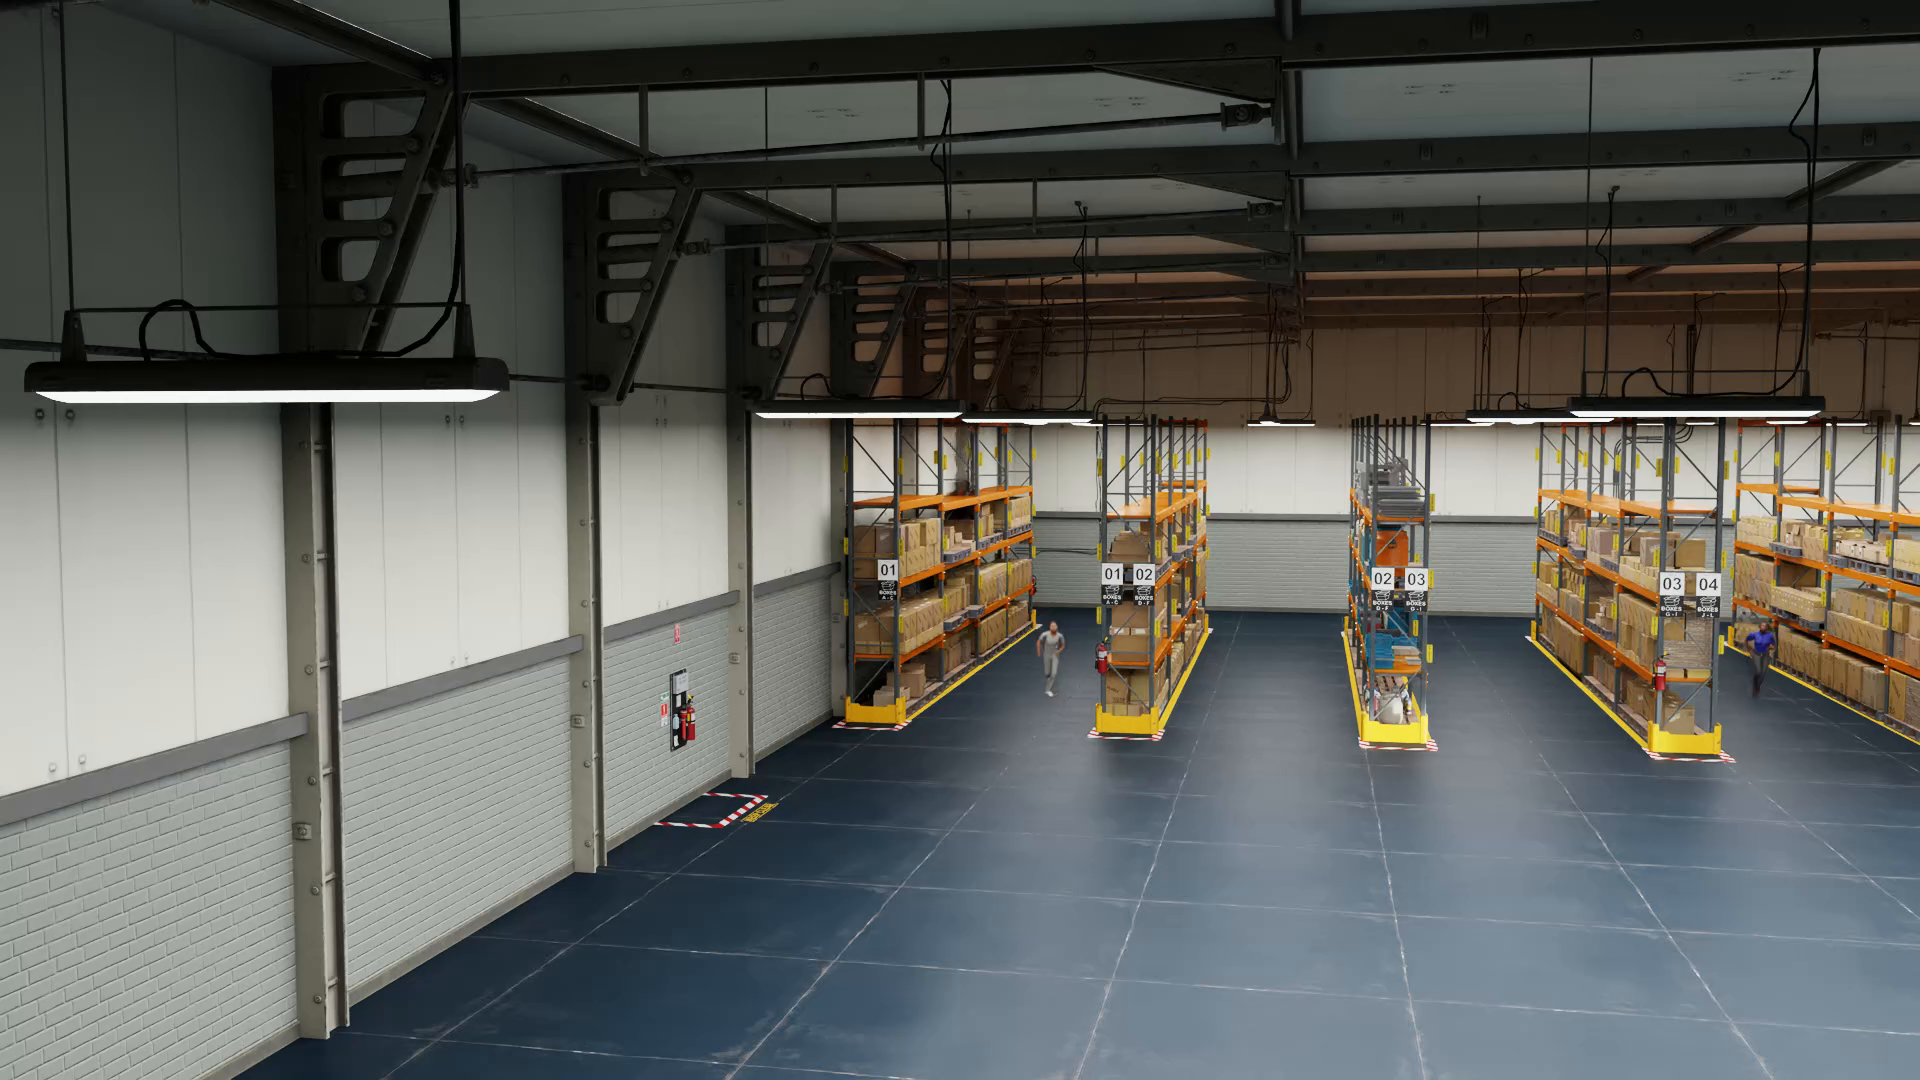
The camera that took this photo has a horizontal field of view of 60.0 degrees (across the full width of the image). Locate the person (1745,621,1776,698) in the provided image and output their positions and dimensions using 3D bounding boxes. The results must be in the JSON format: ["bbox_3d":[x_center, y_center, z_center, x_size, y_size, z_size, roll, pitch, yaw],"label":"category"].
[{"bbox_3d":[17.093,2.591,35.494,0.562,1.565,0.732,1,4,9],"label":"person"}]

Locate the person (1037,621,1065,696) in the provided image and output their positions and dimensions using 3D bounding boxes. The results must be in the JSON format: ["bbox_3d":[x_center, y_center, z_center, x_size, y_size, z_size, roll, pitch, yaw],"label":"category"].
[{"bbox_3d":[1.964,2.556,35.860,0.599,1.601,0.662,0,4,1],"label":"person"}]

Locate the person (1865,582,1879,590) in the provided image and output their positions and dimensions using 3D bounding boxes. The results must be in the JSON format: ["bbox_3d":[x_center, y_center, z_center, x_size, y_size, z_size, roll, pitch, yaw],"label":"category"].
[{"bbox_3d":[24.421,1.881,44.643,0.711,1.794,0.681,1,4,13],"label":"person"}]

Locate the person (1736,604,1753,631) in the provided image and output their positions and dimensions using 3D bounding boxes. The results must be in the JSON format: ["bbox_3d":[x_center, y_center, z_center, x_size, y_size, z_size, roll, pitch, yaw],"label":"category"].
[{"bbox_3d":[21.391,1.920,45.290,1.008,1.534,0.689,4,5,44],"label":"person"}]
